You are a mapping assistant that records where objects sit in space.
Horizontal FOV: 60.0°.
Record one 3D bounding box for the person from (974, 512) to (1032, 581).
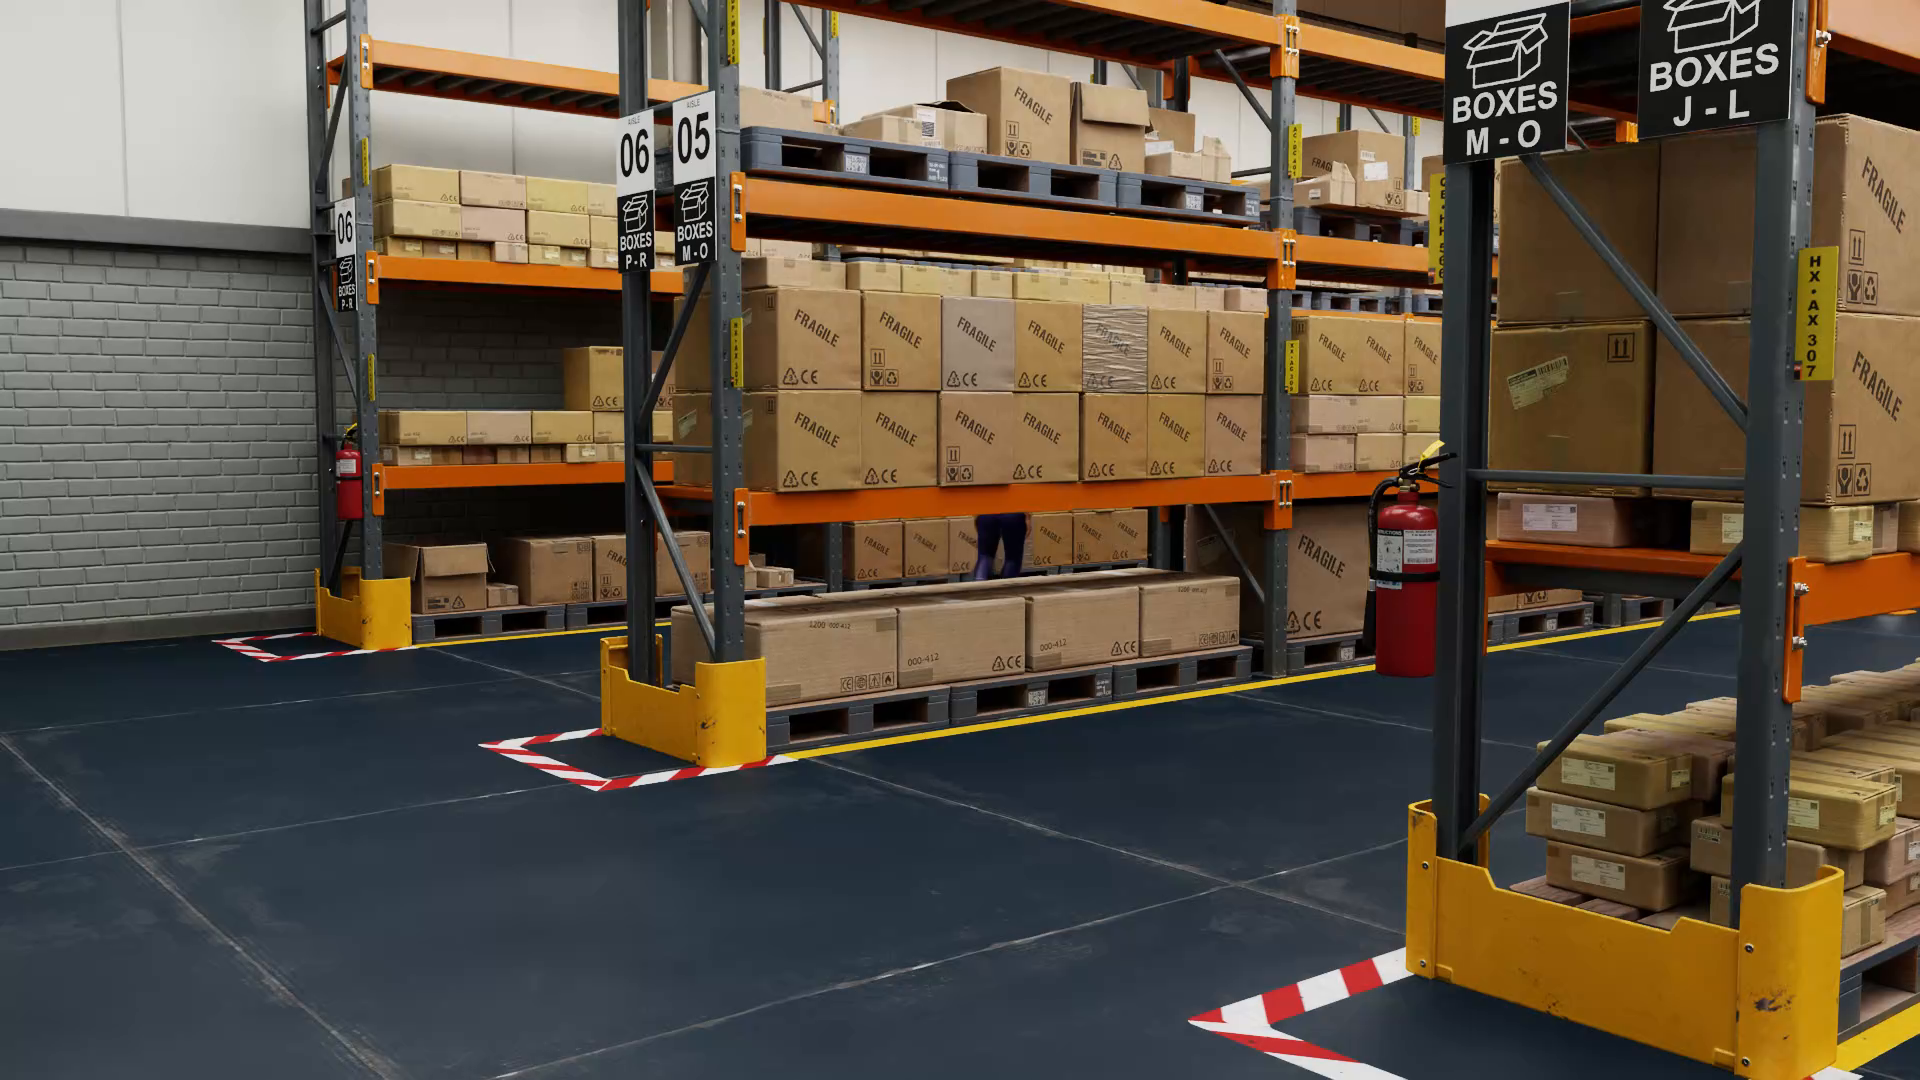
[{"bbox_3d":[0.319,-0.170,13.584,0.561,1.642,0.540,2,5,23],"label":"person"}]
